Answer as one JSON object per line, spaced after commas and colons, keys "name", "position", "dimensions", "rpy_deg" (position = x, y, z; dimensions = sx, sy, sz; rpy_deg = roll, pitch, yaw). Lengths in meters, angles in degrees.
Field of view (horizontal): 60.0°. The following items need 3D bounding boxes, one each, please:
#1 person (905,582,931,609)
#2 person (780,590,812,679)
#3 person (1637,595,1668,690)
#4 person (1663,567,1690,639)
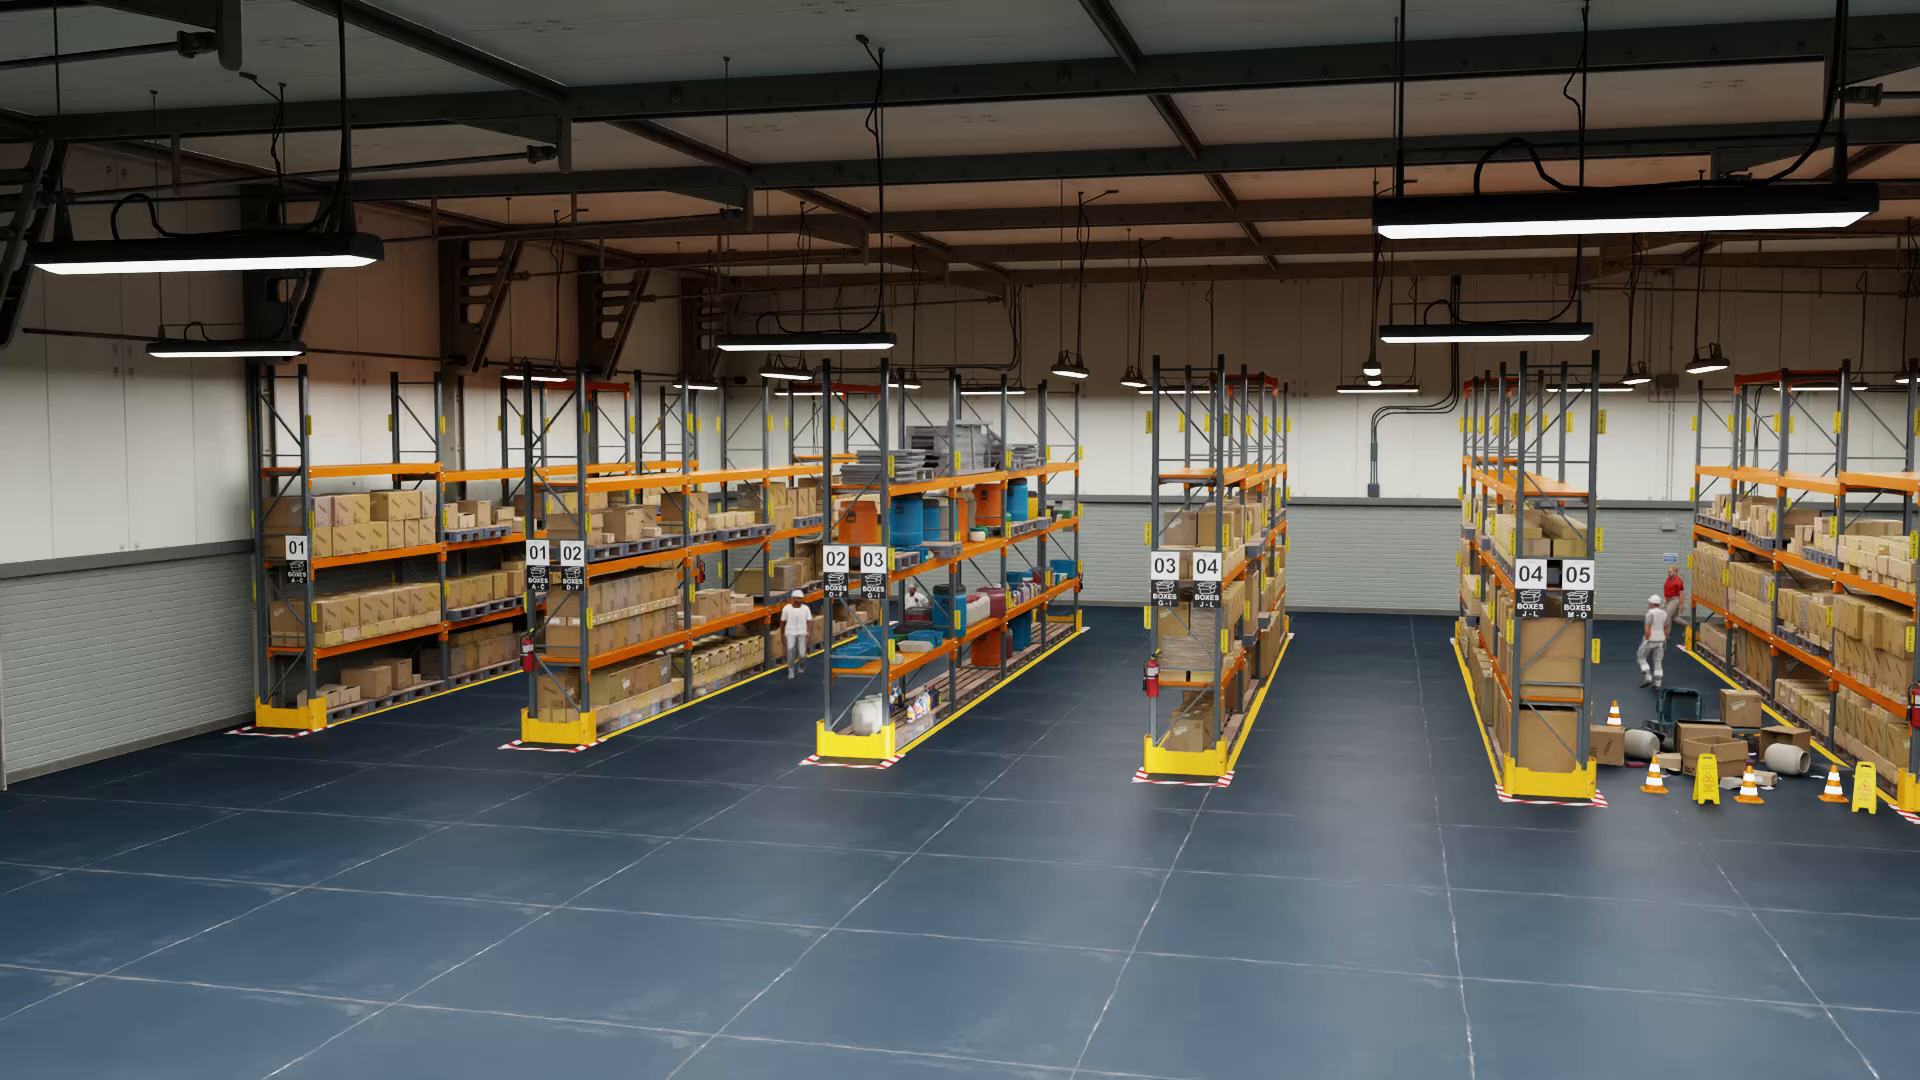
{"name": "person", "position": [-0.926, 1.657, 34.956], "dimensions": [0.571, 1.606, 0.743], "rpy_deg": [2, 4, 27]}
{"name": "person", "position": [-3.074, 1.767, 31.453], "dimensions": [0.597, 1.620, 0.753], "rpy_deg": [-1, 4, -12]}
{"name": "person", "position": [13.139, 1.929, 31.498], "dimensions": [0.568, 1.779, 0.451], "rpy_deg": [-1, 4, -10]}
{"name": "person", "position": [16.738, 1.463, 38.909], "dimensions": [0.953, 1.686, 0.540], "rpy_deg": [0, 4, 0]}
